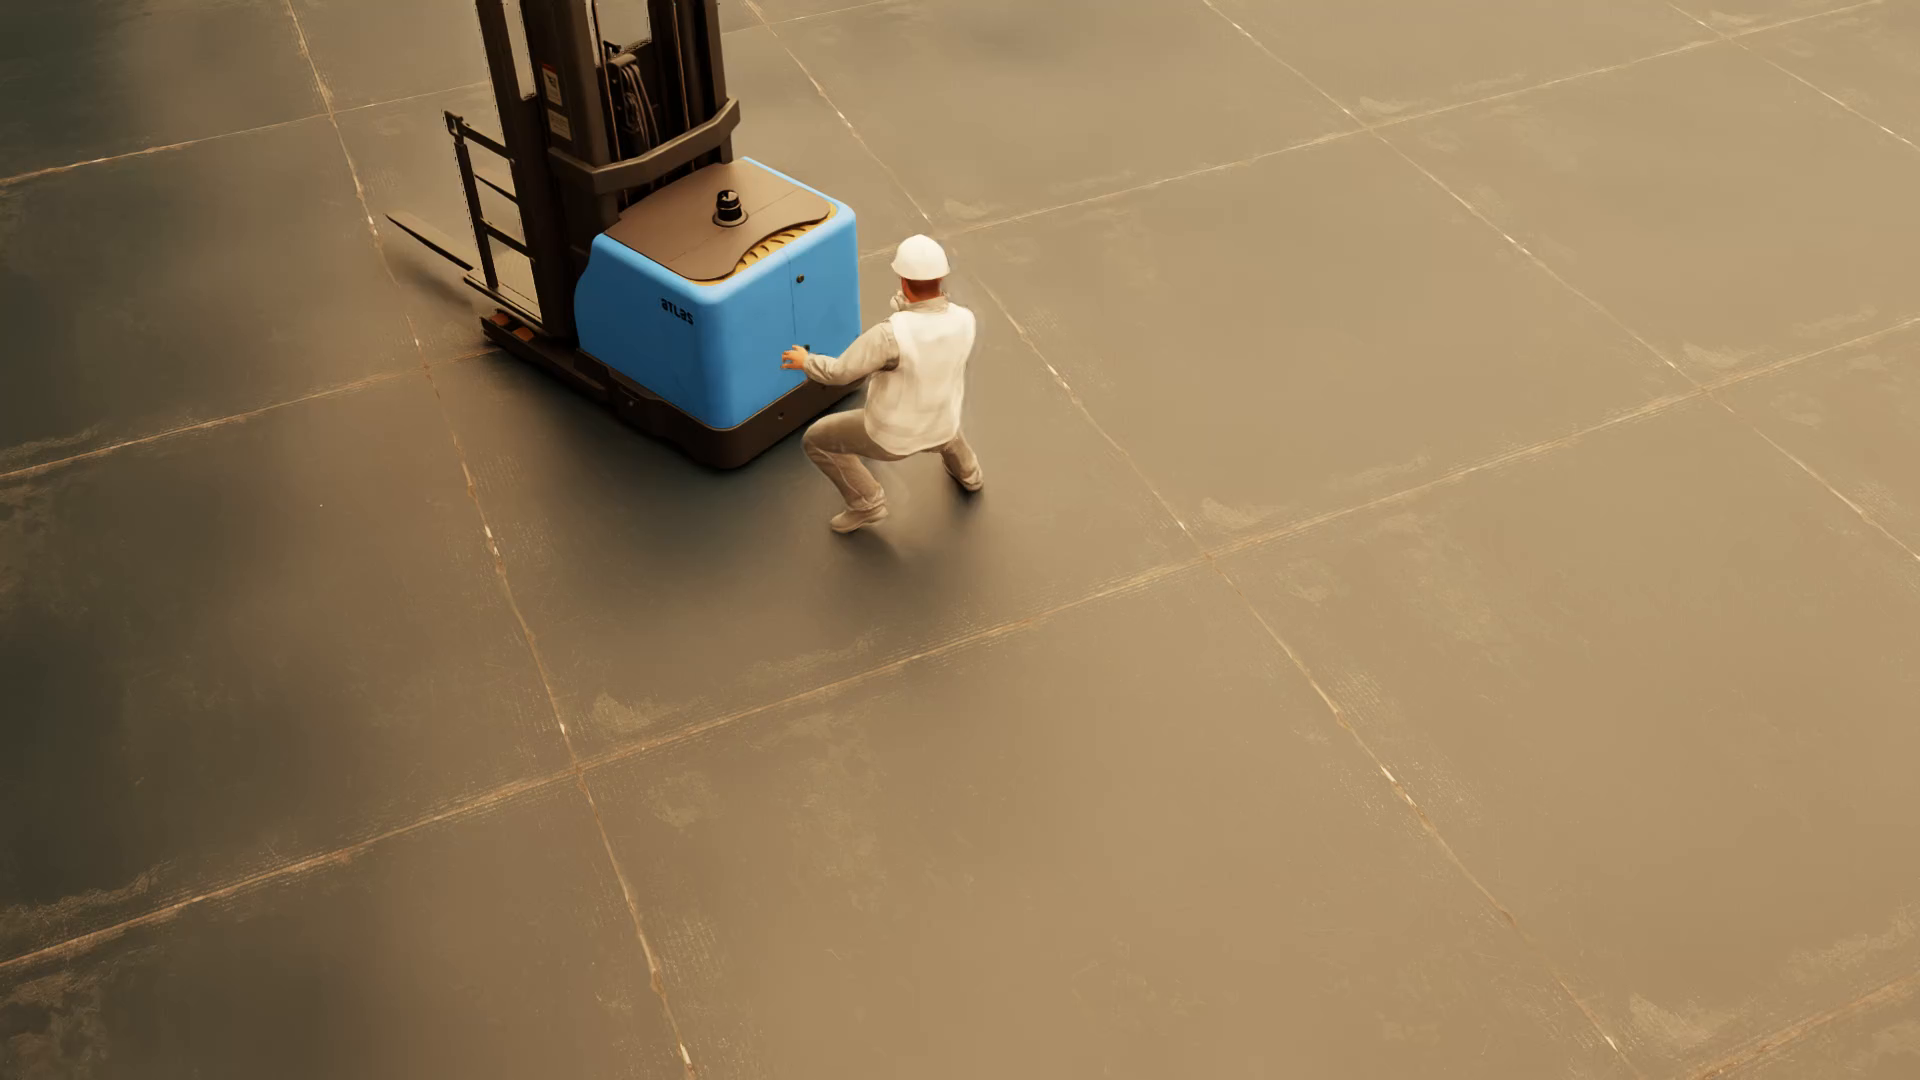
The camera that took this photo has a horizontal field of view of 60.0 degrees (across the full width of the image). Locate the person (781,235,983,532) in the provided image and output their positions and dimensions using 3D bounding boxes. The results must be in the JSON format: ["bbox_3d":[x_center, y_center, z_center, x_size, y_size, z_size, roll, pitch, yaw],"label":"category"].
[{"bbox_3d":[-0.286,-0.698,7.425,0.942,1.574,0.770,-23,48,-23],"label":"person"}]

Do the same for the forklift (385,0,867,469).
[{"bbox_3d":[-1.929,-2.281,8.124,3.031,2.935,1.130,31,51,29],"label":"forklift"}]
